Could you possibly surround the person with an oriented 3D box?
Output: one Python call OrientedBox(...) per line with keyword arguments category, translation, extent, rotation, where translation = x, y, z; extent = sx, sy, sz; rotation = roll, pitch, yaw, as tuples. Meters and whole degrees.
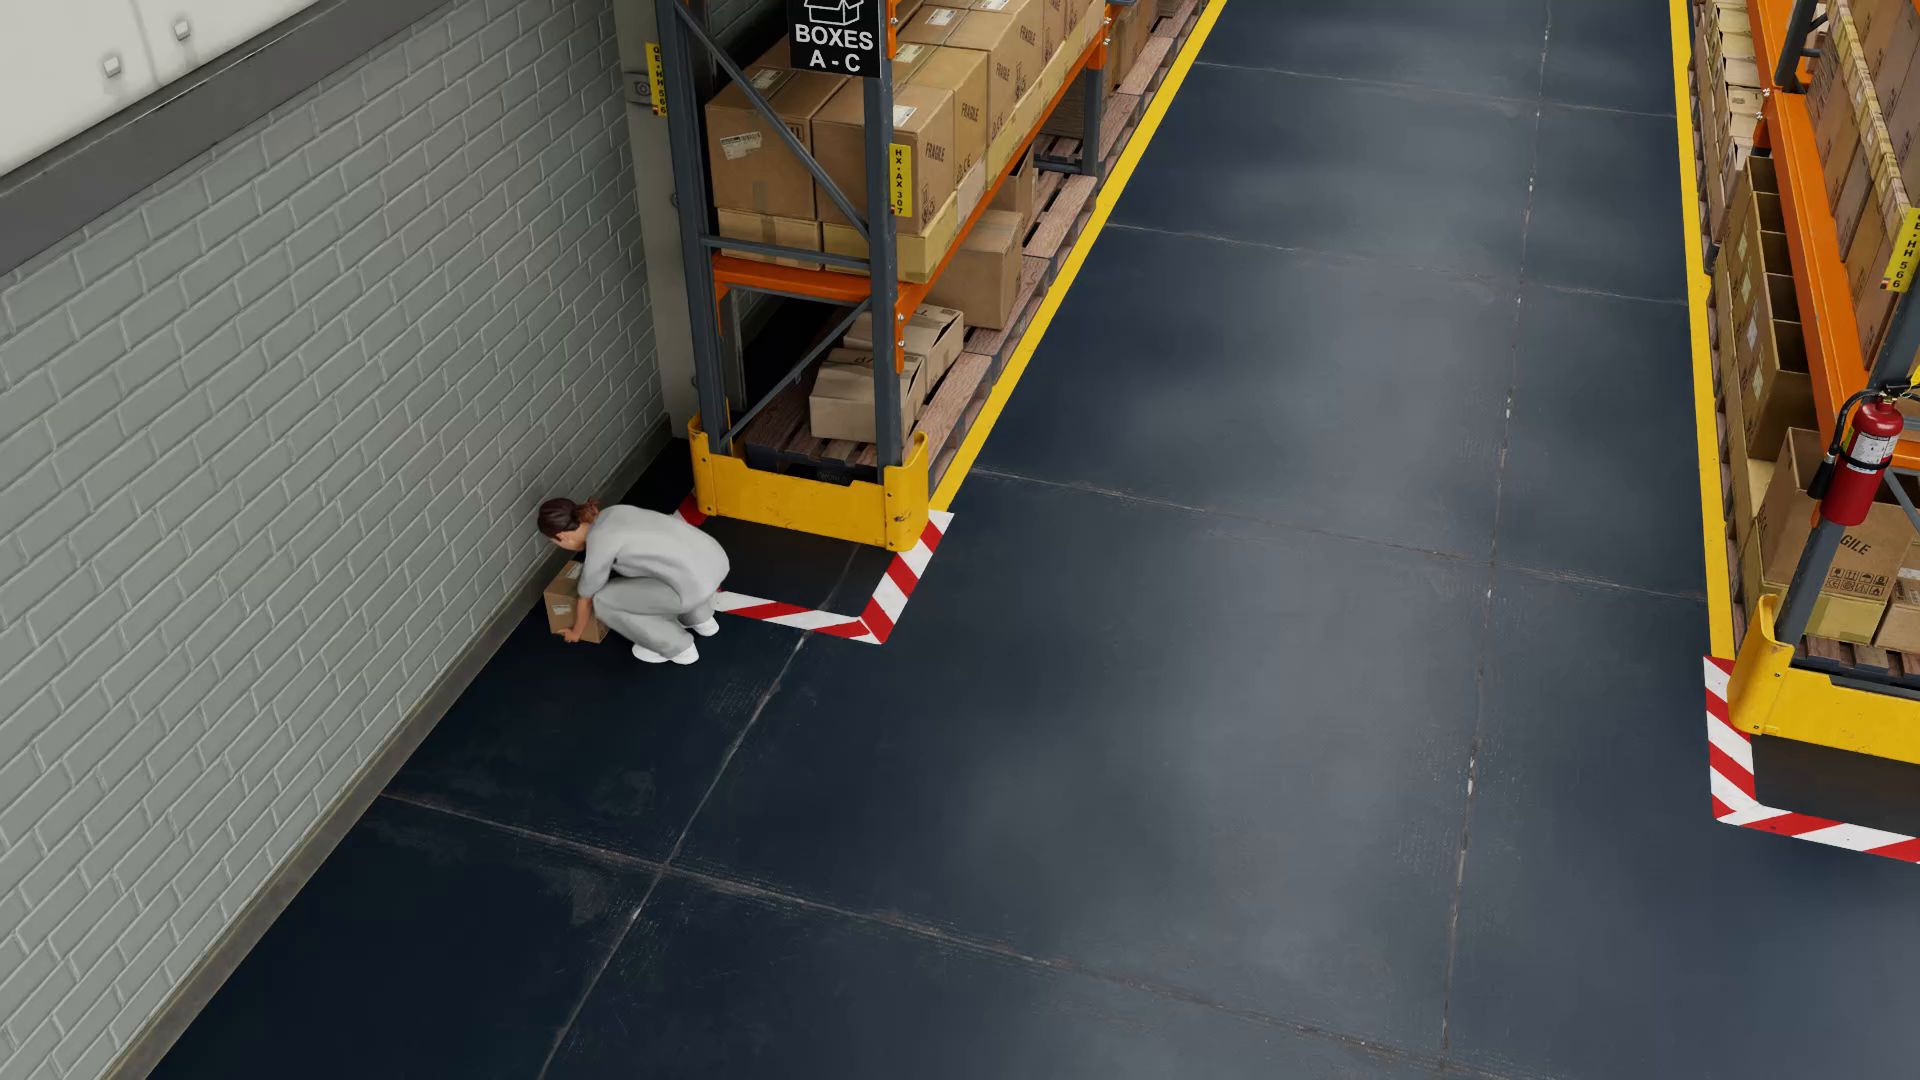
OrientedBox(category="person", translation=(-1.455, 0.168, 7.485), extent=(0.841, 0.811, 0.468), rotation=(10, 38, 13))
